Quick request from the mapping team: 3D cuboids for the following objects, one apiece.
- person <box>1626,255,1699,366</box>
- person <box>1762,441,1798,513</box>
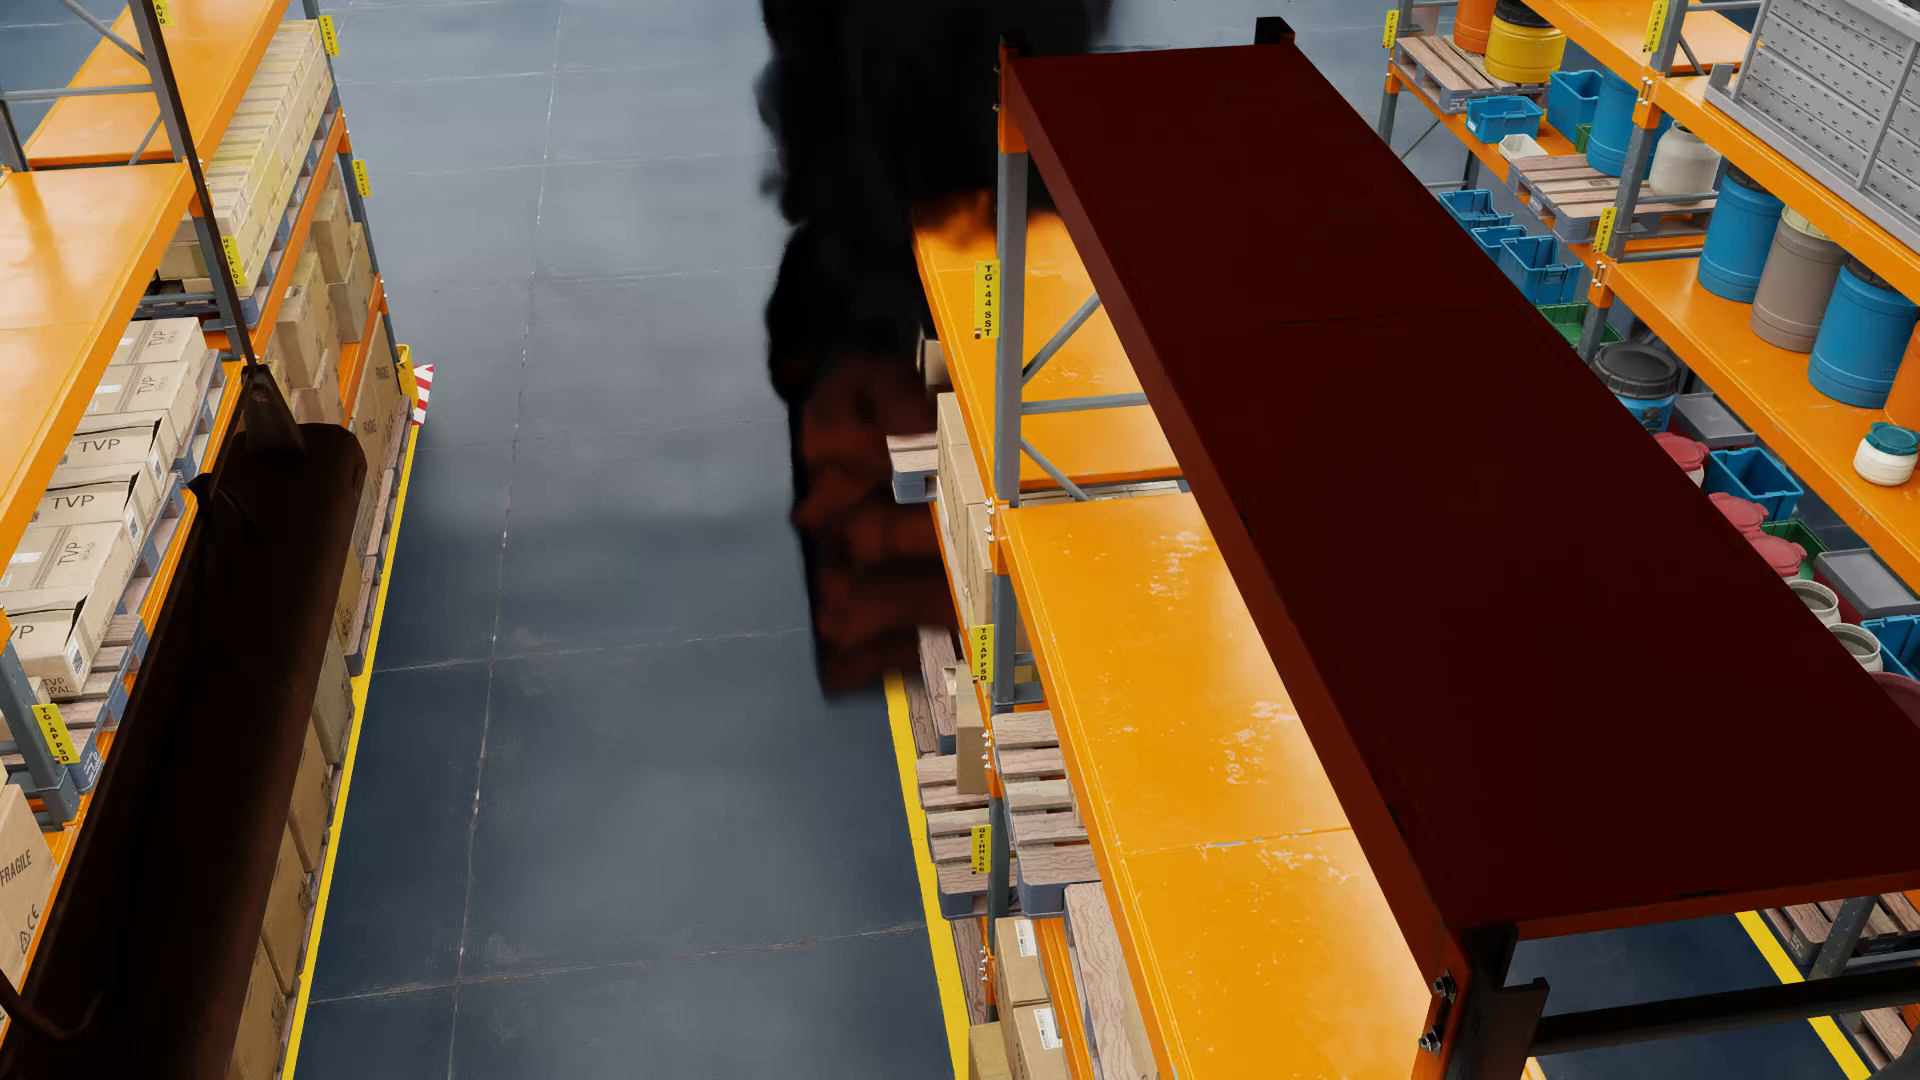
[{"bbox_3d":[6.086,-2.080,14.397,0.564,1.734,0.719,-13,38,-18],"label":"person"},{"bbox_3d":[6.441,-0.885,12.772,0.610,1.694,0.585,-3,36,-4],"label":"person"}]
